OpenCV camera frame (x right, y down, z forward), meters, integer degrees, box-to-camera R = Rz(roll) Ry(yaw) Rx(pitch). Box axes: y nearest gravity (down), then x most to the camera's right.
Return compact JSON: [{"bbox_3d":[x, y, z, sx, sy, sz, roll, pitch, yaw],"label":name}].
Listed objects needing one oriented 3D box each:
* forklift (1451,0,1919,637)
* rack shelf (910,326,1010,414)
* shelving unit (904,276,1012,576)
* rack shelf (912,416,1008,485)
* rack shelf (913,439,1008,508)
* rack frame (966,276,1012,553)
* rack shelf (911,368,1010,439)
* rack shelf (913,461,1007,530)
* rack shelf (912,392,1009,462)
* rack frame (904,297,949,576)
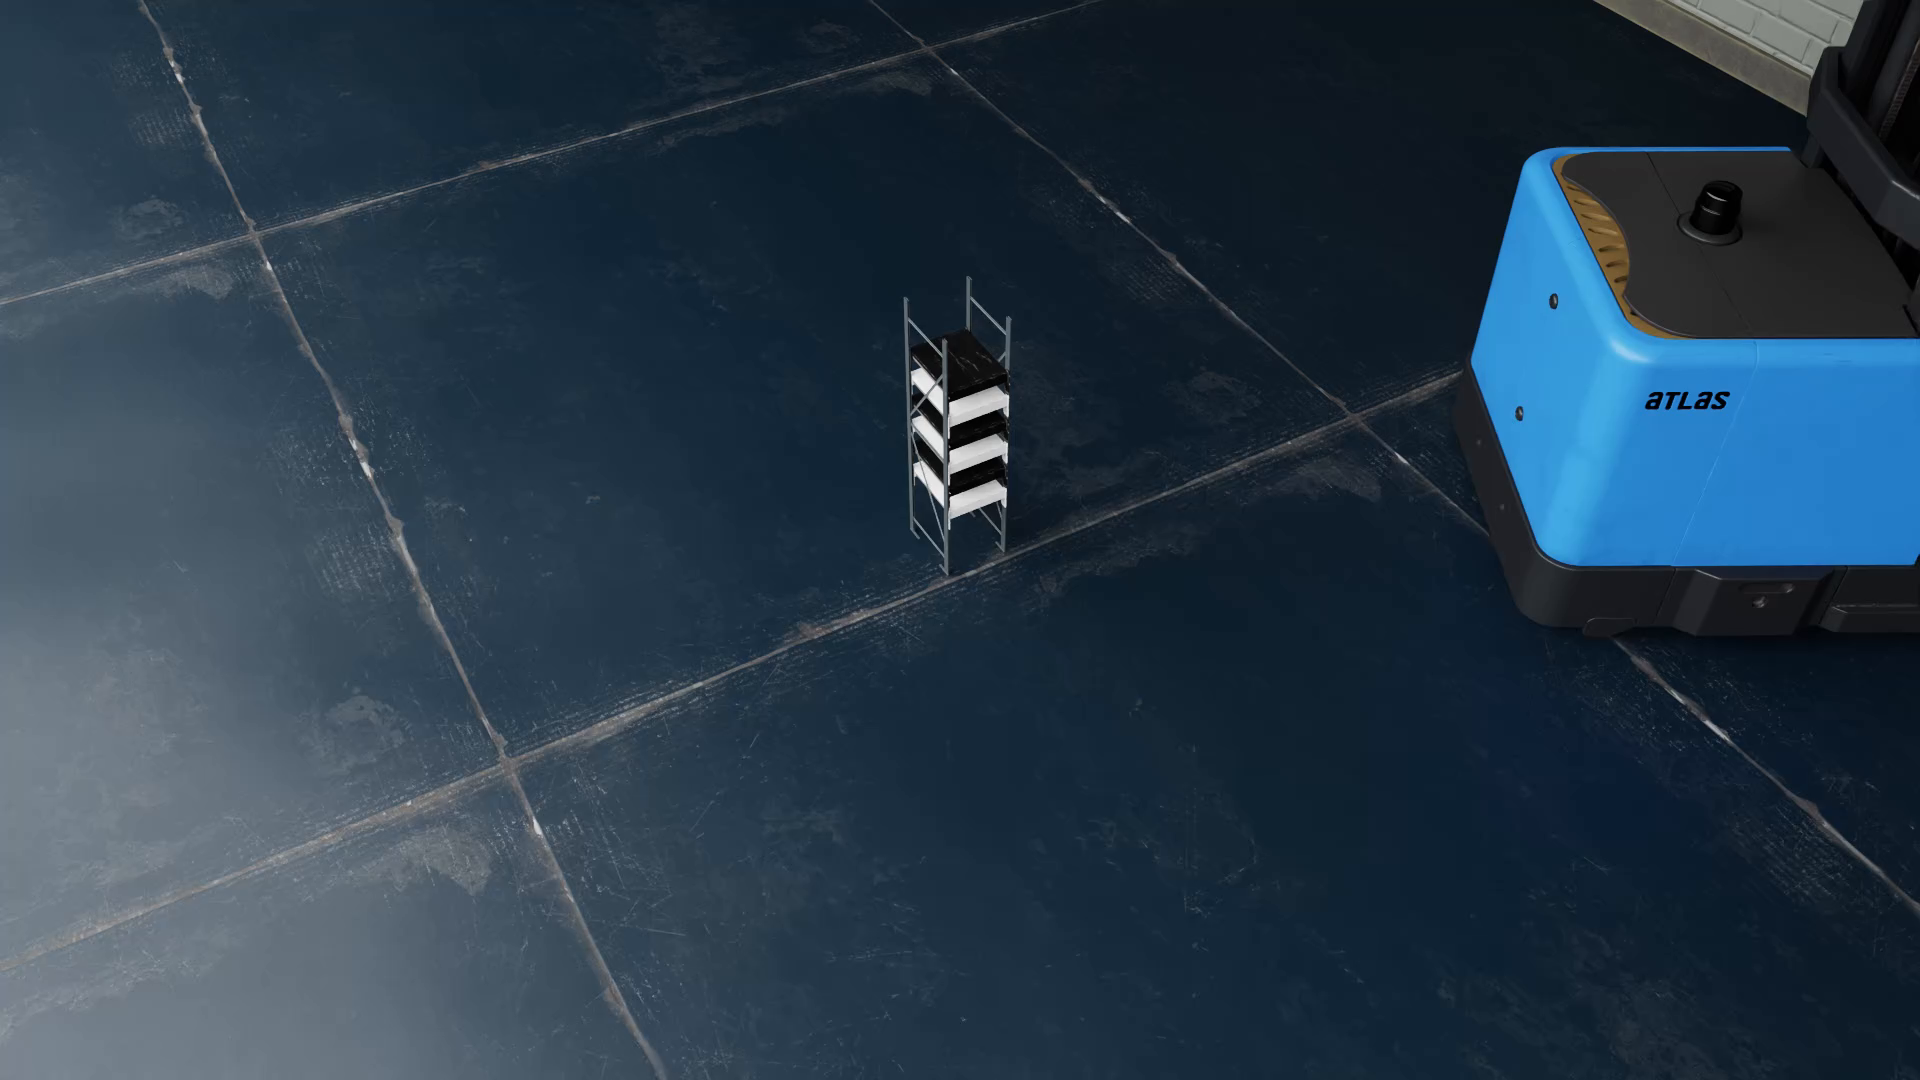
[{"bbox_3d":[3.162,-1.116,4.296,3.031,2.935,1.130,0,44,0],"label":"forklift"},{"bbox_3d":[-0.007,-0.490,4.769,0.200,0.077,0.258,-22,48,-21],"label":"rack shelf"},{"bbox_3d":[-0.007,-0.320,4.934,0.210,0.900,0.258,-22,48,-21],"label":"shelving unit"},{"bbox_3d":[-0.007,-0.296,4.957,0.200,0.077,0.258,-22,48,-21],"label":"rack shelf"},{"bbox_3d":[-0.007,-0.232,5.020,0.200,0.077,0.258,-22,48,-21],"label":"rack shelf"},{"bbox_3d":[0.081,-0.355,4.970,0.006,0.900,0.240,-22,48,-21],"label":"rack frame"},{"bbox_3d":[-0.007,-0.425,4.832,0.200,0.077,0.258,-22,48,-21],"label":"rack shelf"},{"bbox_3d":[-0.007,-0.167,5.082,0.200,0.077,0.258,-22,48,-21],"label":"rack shelf"},{"bbox_3d":[-0.007,-0.361,4.894,0.200,0.077,0.258,-22,48,-21],"label":"rack shelf"},{"bbox_3d":[-0.095,-0.285,4.897,0.006,0.900,0.240,-22,48,-21],"label":"rack frame"}]
